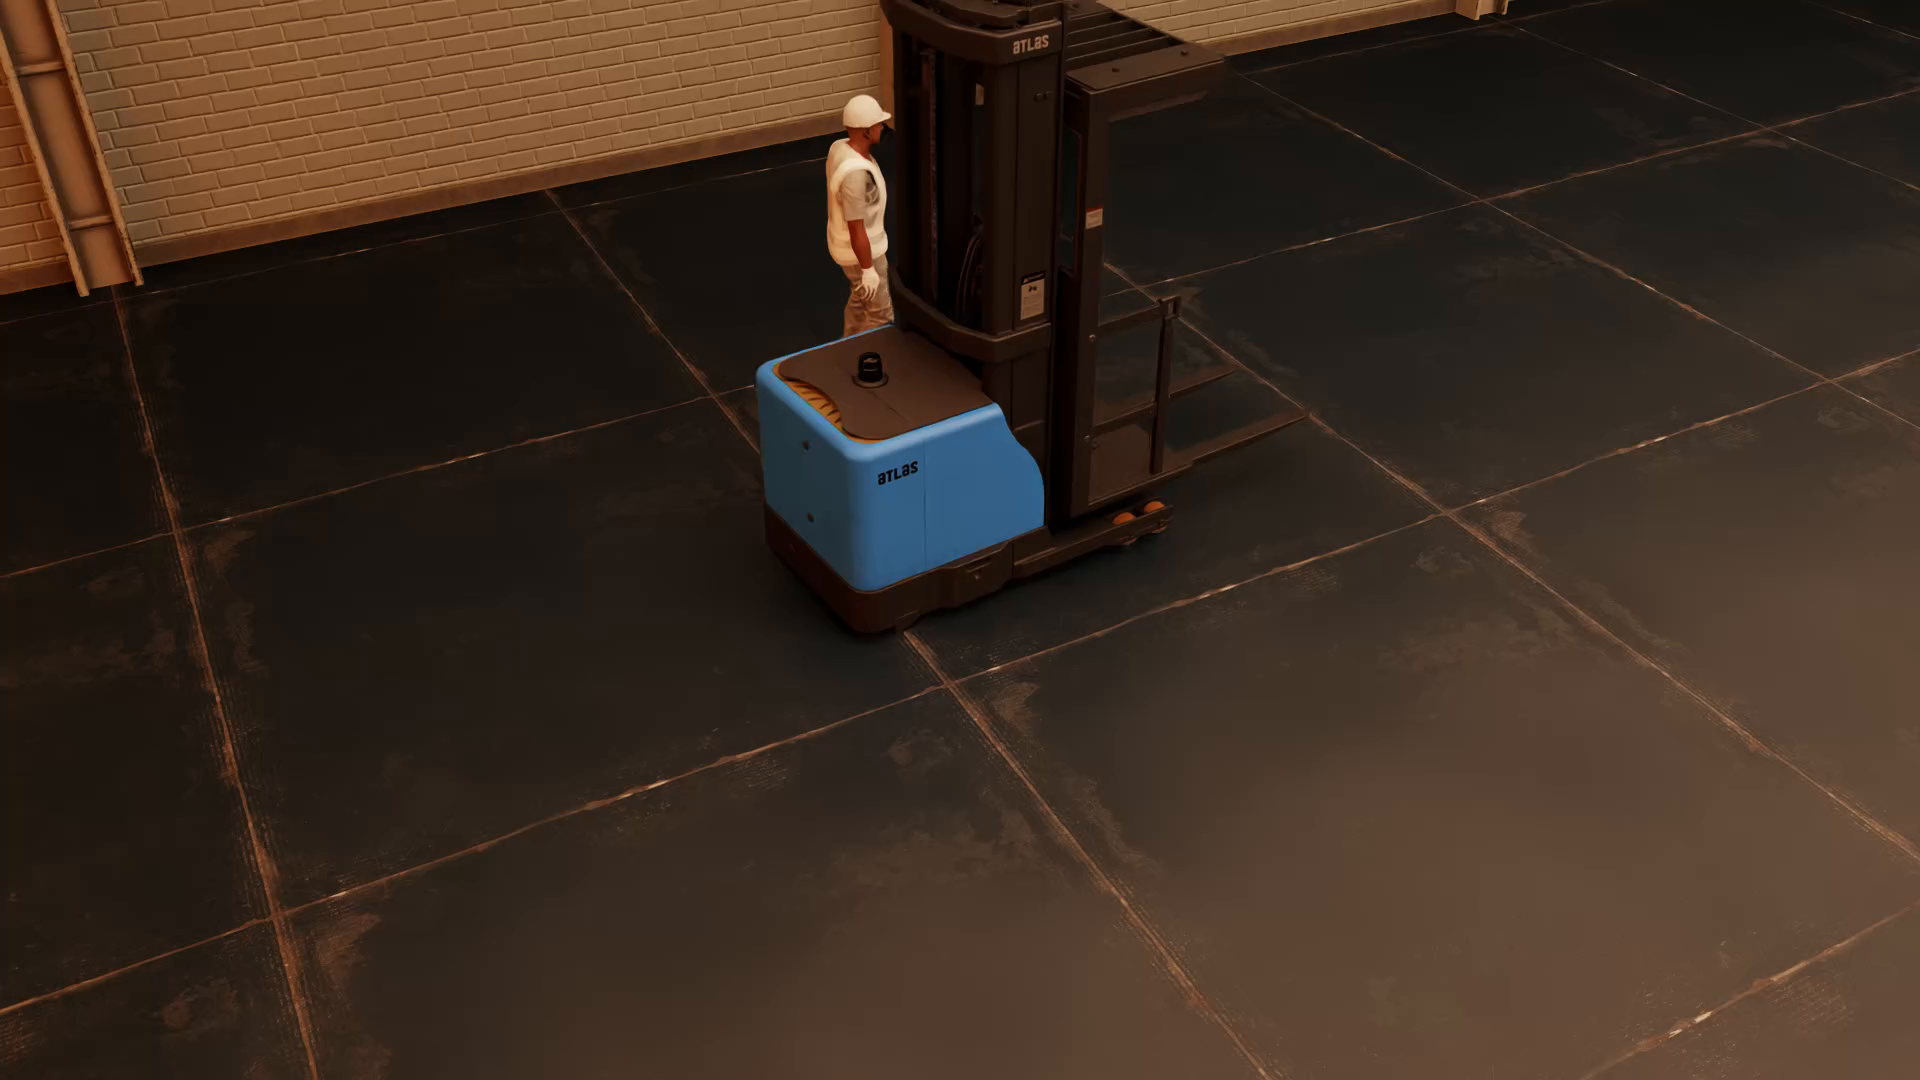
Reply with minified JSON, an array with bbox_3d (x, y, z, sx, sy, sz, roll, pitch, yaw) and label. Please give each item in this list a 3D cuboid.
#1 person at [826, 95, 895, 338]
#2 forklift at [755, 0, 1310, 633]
[{"bbox_3d":[-0.539,-1.679,9.508,0.418,1.768,0.770,-8,36,-11],"label":"person"},{"bbox_3d":[0.509,-1.404,8.109,3.031,2.935,1.130,-21,40,-27],"label":"forklift"}]
